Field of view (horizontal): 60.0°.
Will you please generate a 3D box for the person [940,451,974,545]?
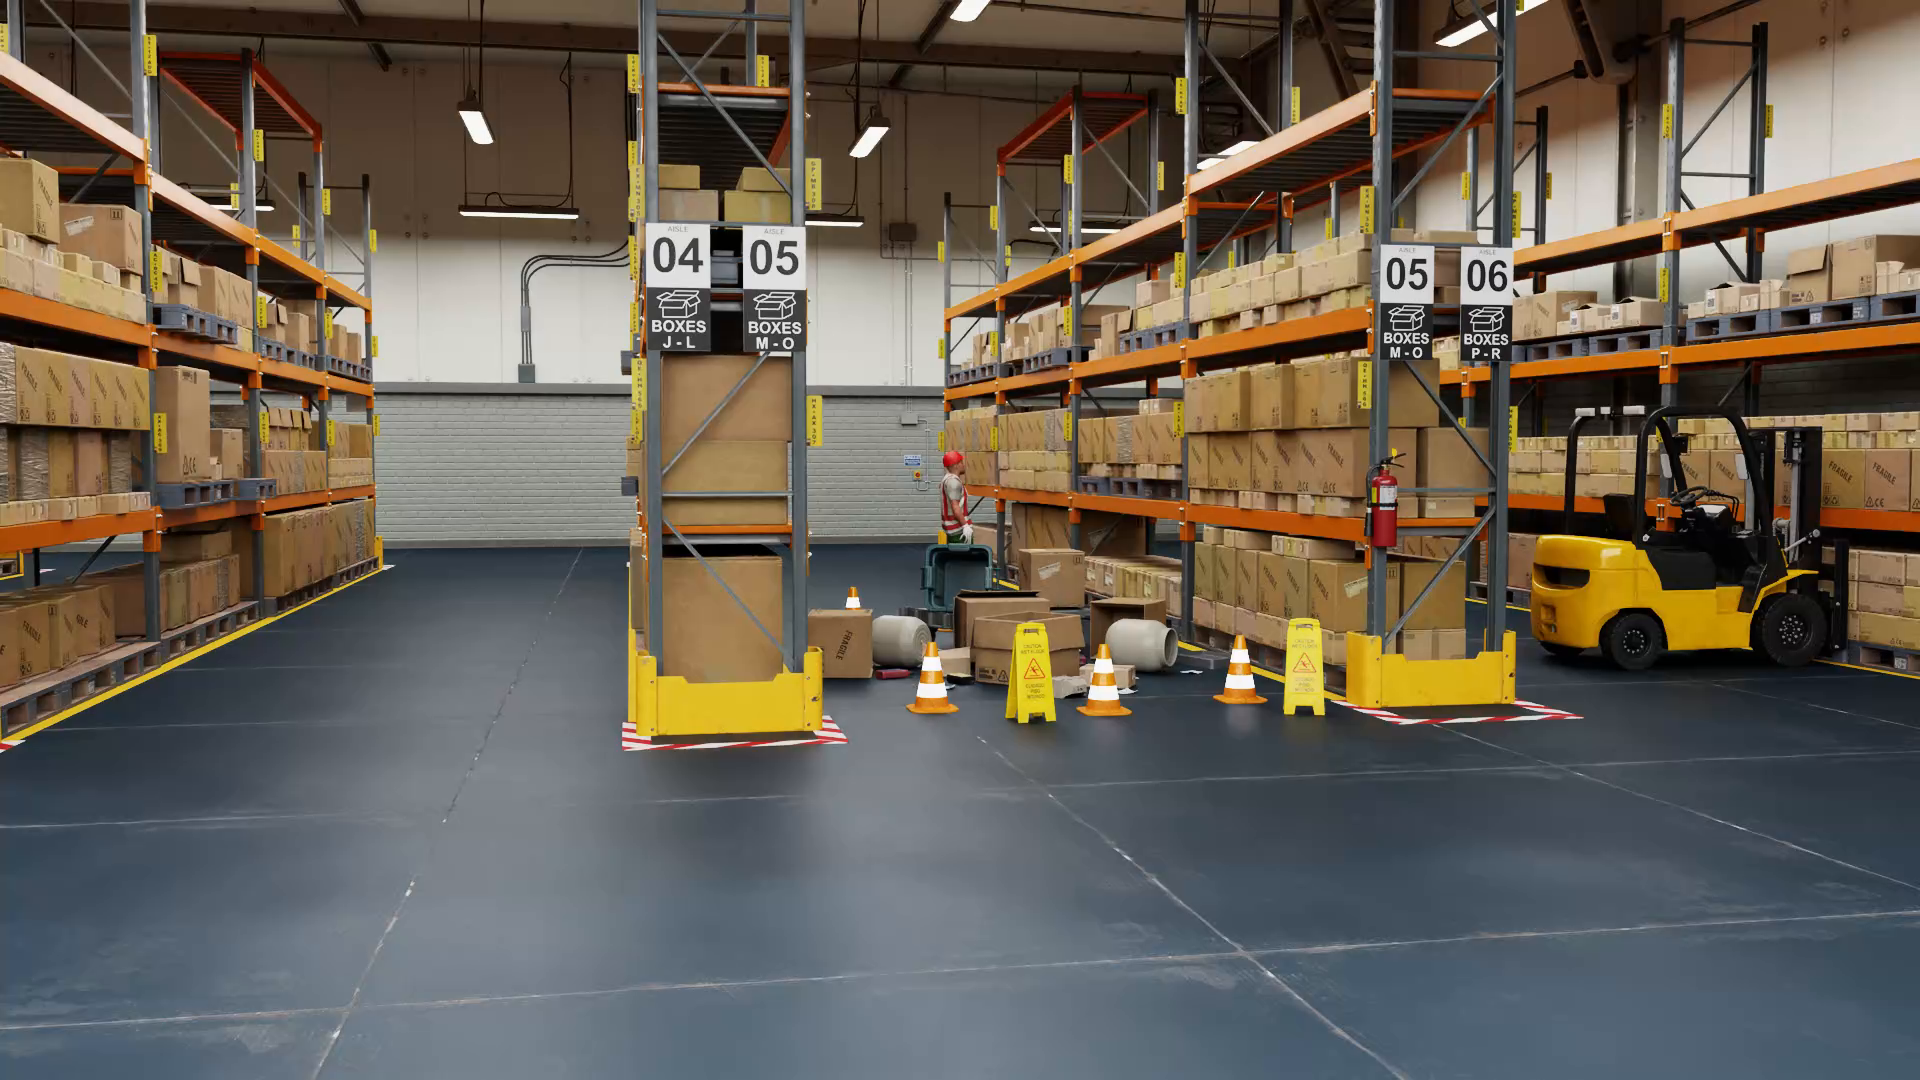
[{"bbox_3d":[0.064,-0.084,18.254,0.564,1.787,0.638,-1,3,-11],"label":"person"}]
